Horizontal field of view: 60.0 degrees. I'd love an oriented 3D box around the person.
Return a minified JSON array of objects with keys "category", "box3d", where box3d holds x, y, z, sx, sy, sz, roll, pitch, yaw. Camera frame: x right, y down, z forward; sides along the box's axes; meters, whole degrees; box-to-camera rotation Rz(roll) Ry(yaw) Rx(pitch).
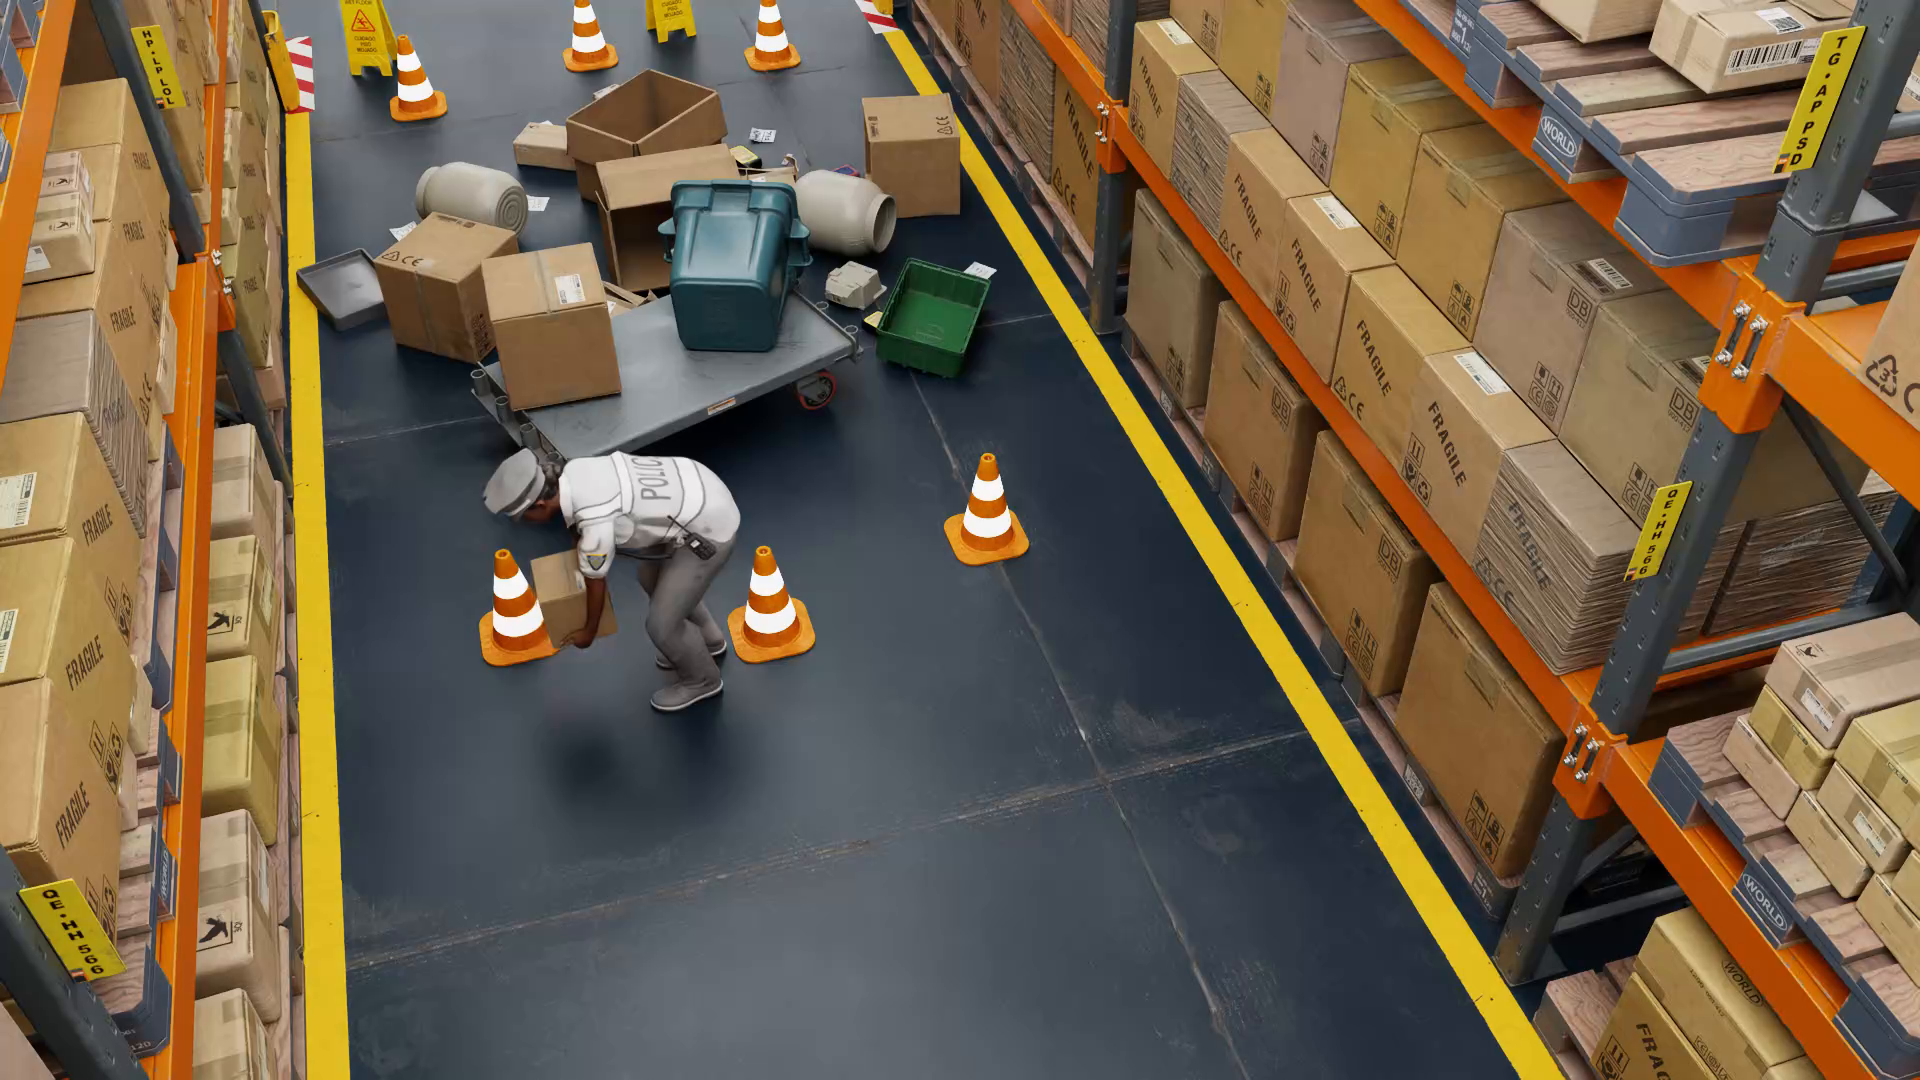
[{"category":"person","box3d":[-1.263,0.127,6.307,0.891,1.284,0.422,-13,44,-14]}]
